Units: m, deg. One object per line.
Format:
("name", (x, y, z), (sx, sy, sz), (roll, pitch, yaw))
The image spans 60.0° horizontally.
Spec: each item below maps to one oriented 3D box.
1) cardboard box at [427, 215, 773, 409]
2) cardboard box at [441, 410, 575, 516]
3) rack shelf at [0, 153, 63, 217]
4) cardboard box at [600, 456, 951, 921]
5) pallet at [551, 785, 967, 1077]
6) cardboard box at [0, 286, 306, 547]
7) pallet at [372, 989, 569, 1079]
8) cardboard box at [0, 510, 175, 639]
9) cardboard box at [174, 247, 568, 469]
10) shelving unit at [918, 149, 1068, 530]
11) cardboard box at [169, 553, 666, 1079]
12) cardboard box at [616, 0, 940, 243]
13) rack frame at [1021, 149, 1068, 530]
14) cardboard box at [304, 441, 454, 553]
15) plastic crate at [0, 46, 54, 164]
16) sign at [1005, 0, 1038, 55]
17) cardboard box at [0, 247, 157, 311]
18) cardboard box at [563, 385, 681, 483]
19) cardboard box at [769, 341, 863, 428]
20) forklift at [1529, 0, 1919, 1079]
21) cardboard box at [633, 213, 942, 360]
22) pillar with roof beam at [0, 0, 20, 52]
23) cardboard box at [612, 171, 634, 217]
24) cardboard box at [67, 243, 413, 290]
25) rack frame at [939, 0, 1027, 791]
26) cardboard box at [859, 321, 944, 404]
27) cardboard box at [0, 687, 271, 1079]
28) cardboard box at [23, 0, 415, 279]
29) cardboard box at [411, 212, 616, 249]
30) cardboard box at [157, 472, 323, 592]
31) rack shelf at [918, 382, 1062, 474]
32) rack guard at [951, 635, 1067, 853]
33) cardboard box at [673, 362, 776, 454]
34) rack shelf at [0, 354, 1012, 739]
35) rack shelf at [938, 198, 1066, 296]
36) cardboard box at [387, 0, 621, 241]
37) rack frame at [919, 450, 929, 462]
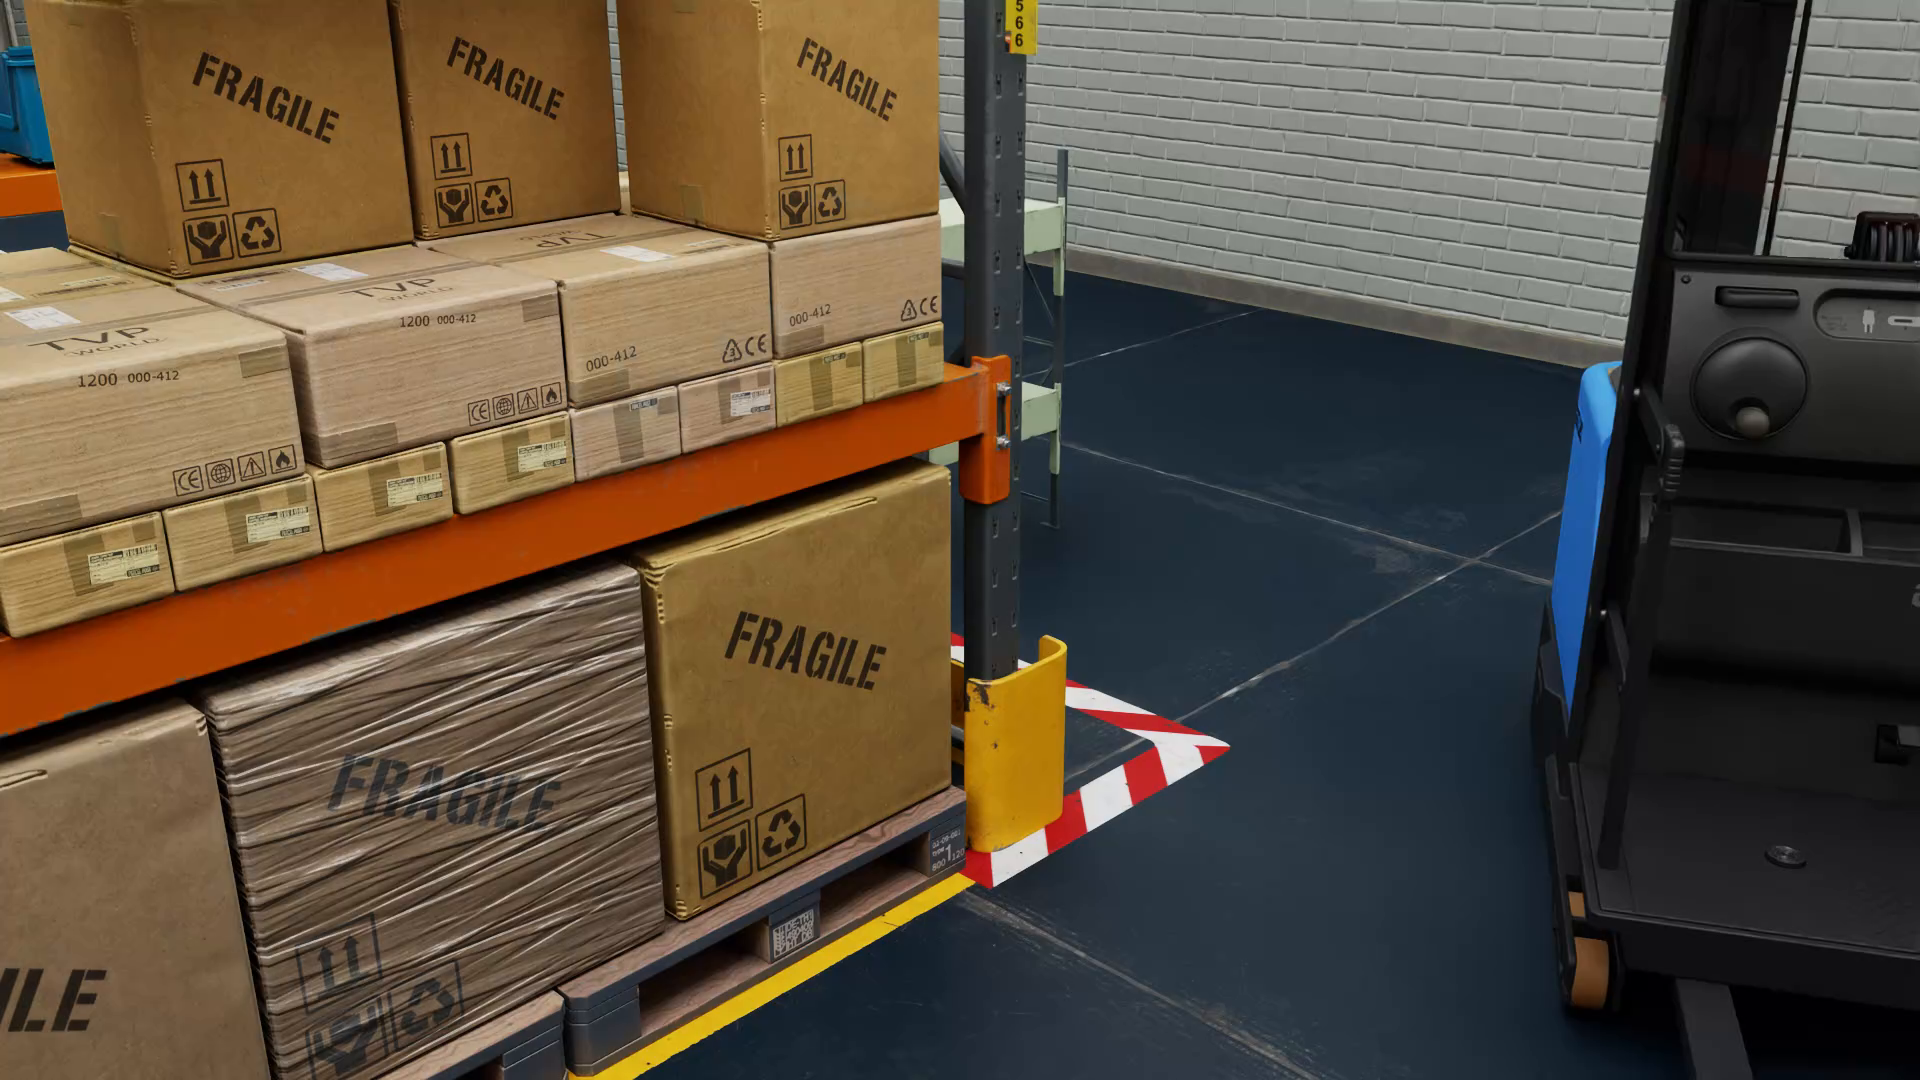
("cardboard box", (-0.746, -0.492, 3.467), (0.500, 0.250, 0.500), (19, 28, 40))
("cardboard box", (-0.967, -0.190, 3.238), (0.380, 0.149, 0.250), (18, 28, 39))
("rack shelf", (-5.187, -1.134, 6.346), (1.077, 0.370, 4.000), (19, 28, 41))
("cardboard box", (-0.632, 0.236, 4.155), (0.875, 0.875, 0.875), (19, 28, 41))
("pallet", (-0.745, 0.783, 4.244), (1.003, 0.211, 1.213), (19, 28, 41))
("cardboard box", (-1.461, -0.226, 2.776), (0.500, 0.250, 0.500), (19, 28, 41))
("pallet", (-1.596, 1.095, 3.432), (1.003, 0.211, 1.213), (19, 28, 41))
("cardboard box", (-1.503, 0.007, 2.724), (0.380, 0.149, 0.250), (18, 28, 39))
("cardboard box", (-1.100, -0.361, 3.127), (0.500, 0.250, 0.500), (18, 27, 39))
("shelving unit", (-0.005, -0.698, 6.301), (0.431, 1.500, 0.755), (19, 28, 41))
("cardboard box", (-1.267, 0.470, 3.547), (0.875, 0.875, 0.875), (19, 28, 41))
("cardboard box", (-0.395, -0.972, 3.672), (0.500, 0.500, 0.500), (20, 29, 41))
("rack frame", (0.251, -0.792, 6.546), (0.400, 1.500, 0.023), (19, 28, 41))
("cardboard box", (-1.148, -0.123, 3.064), (0.380, 0.149, 0.250), (19, 28, 41))
("plastic crate", (-3.892, -1.895, 7.192), (0.616, 0.435, 0.499), (19, 28, 41))
("sign", (0.136, -1.256, 3.717), (0.100, 0.325, 0.005), (19, 28, 41))
("cardboard box", (-1.843, -0.358, 3.120), (0.500, 0.250, 0.500), (19, 28, 40))
("cardboard box", (-0.787, -0.257, 3.413), (0.250, 0.149, 0.380), (-20, 28, -41))
("cardboard box", (-0.436, -0.386, 3.747), (0.380, 0.149, 0.250), (20, 28, 41))
("forklift", (1.983, -0.358, 3.421), (1.130, 2.935, 3.031), (6, 22, 14))
("cardboard box", (-0.391, -0.622, 3.806), (0.500, 0.250, 0.500), (19, 28, 40))
("pillar with roof beam", (-6.542, -7.097, 12.495), (9.100, 9.000, 0.400), (19, 28, 41))
("cardboard box", (-0.772, -0.757, 4.158), (0.500, 0.250, 0.500), (18, 28, 39))
("cardboard box", (-1.483, -0.494, 3.472), (0.500, 0.250, 0.500), (18, 27, 39))
("rack frame", (-0.243, -0.744, 4.330), (1.000, 3.000, 0.127), (19, 28, 41))
("cardboard box", (-0.256, -0.453, 3.922), (0.250, 0.149, 0.380), (-20, 28, -41))
("cardboard box", (-1.888, 0.699, 2.952), (0.875, 0.875, 0.875), (19, 28, 41))
("cardboard box", (-1.477, -0.844, 3.339), (0.500, 0.500, 0.500), (18, 28, 39))
("cardboard box", (-1.129, -0.622, 3.806), (0.500, 0.250, 0.500), (19, 28, 40))
("cardboard box", (-1.322, -0.060, 2.900), (0.250, 0.149, 0.380), (-19, 28, -41))
("rack shelf", (-0.005, -0.394, 6.418), (0.431, 0.370, 0.720), (19, 28, 41))
("rack guard", (-0.227, 0.417, 4.794), (1.175, 0.500, 0.348), (19, 28, 41))
("cardboard box", (-0.613, -0.321, 3.579), (0.380, 0.149, 0.250), (19, 28, 41))
("rack shelf", (-1.638, 0.106, 3.121), (1.077, 0.370, 4.000), (19, 28, 41))
("rack shelf", (-0.005, -1.063, 6.161), (0.431, 0.370, 0.720), (19, 28, 41))
("cardboard box", (-1.120, -0.979, 3.689), (0.500, 0.500, 0.500), (18, 28, 39))
("rack frame", (-0.260, -0.604, 6.056), (0.400, 1.500, 0.023), (19, 28, 41))
